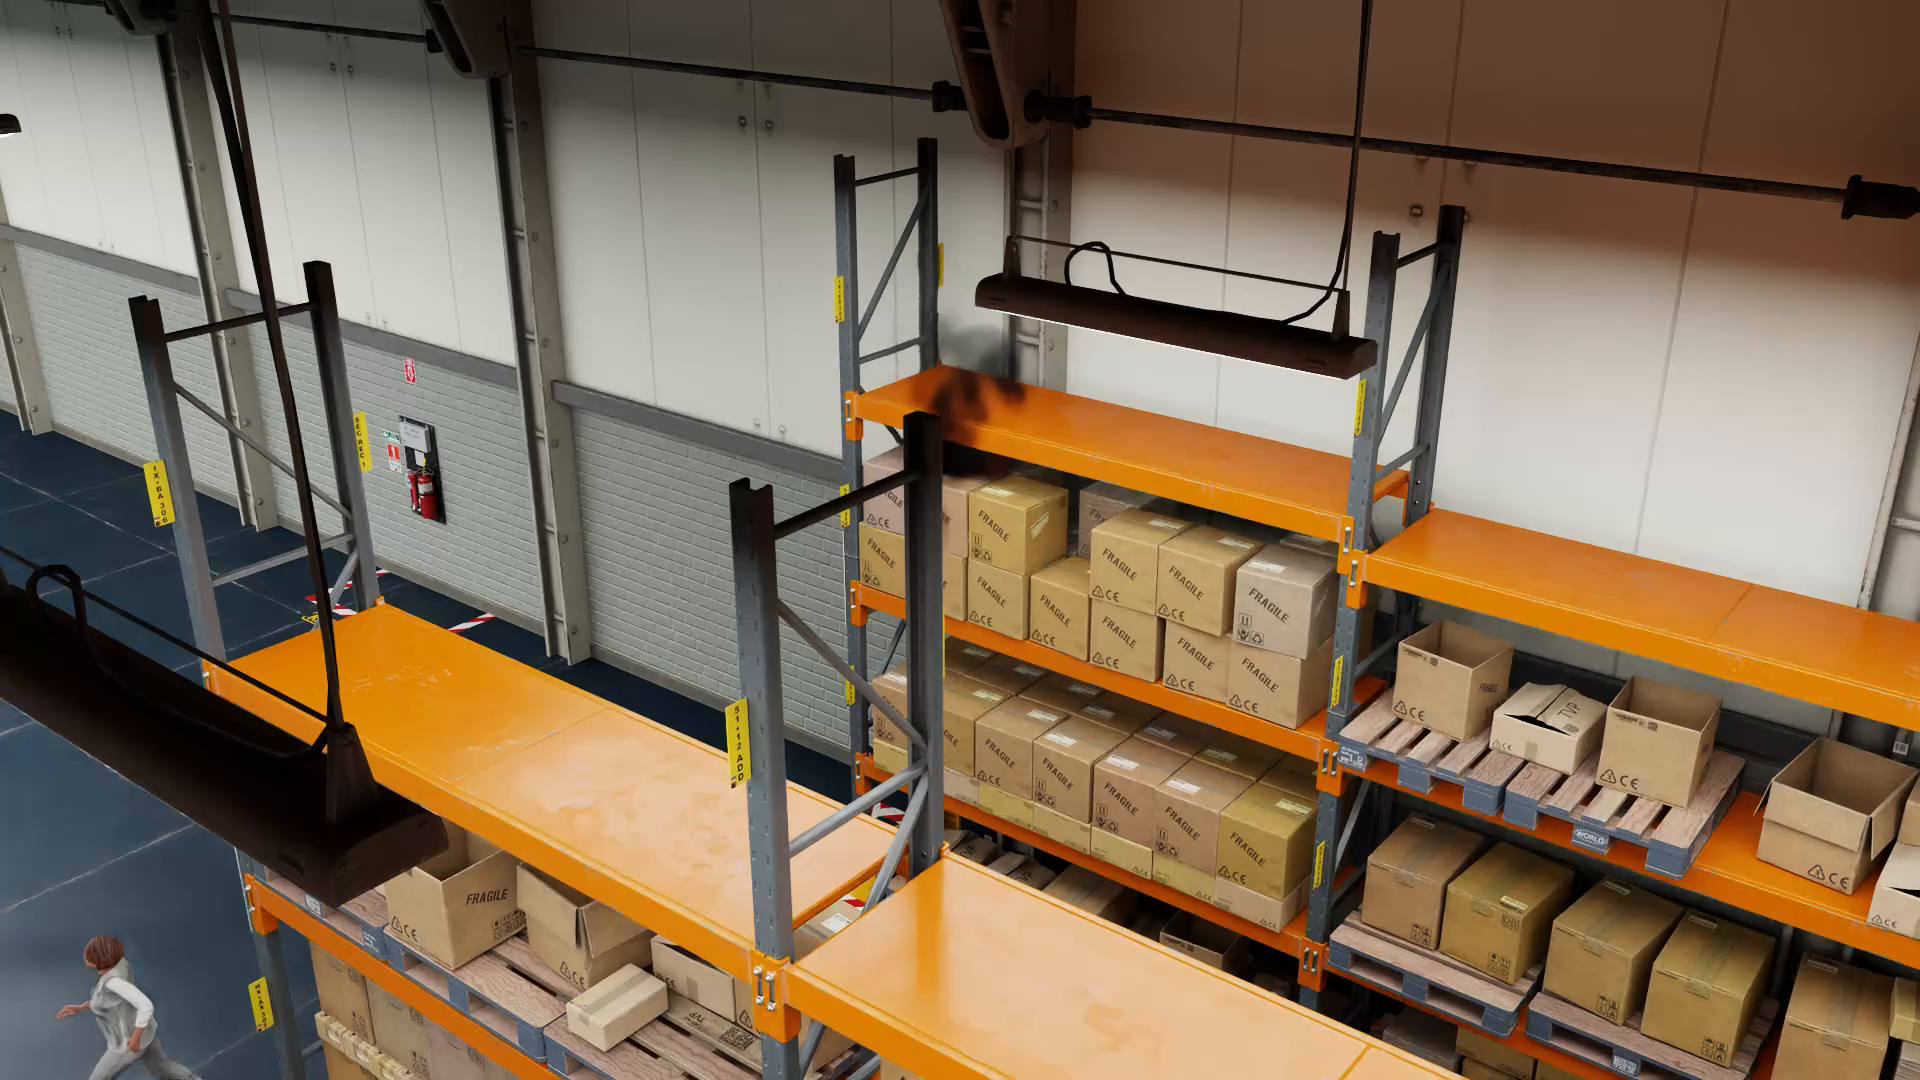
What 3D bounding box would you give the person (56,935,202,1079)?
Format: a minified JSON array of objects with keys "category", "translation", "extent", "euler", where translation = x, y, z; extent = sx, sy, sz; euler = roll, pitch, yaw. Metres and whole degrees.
[{"category":"person","translation":[-5.365,3.248,10.771],"extent":[0.808,1.589,0.551],"euler":[-7,24,-16]}]
